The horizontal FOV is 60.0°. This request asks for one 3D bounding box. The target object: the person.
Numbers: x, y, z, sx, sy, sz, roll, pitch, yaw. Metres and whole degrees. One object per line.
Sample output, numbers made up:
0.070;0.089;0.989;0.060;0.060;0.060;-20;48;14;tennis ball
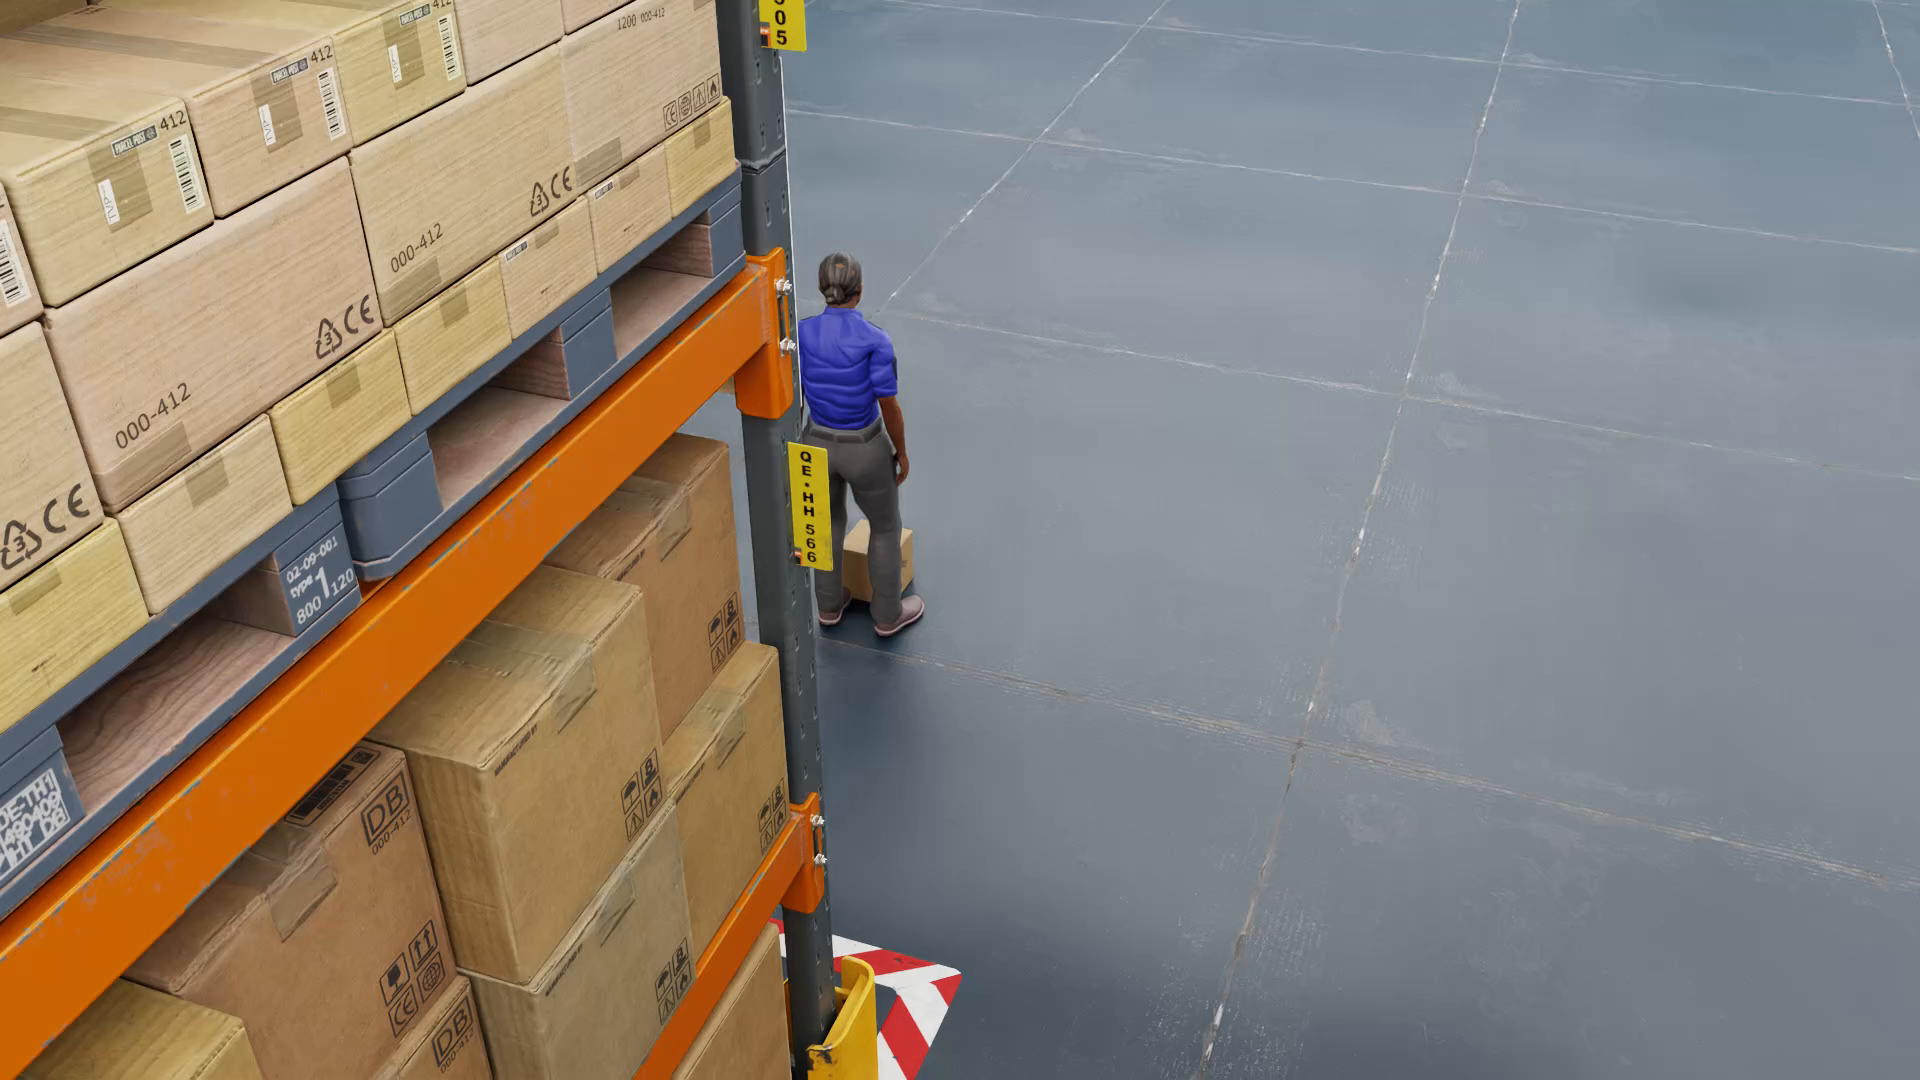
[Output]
-0.436;-0.356;6.697;0.525;1.639;0.349;9;35;14;person
